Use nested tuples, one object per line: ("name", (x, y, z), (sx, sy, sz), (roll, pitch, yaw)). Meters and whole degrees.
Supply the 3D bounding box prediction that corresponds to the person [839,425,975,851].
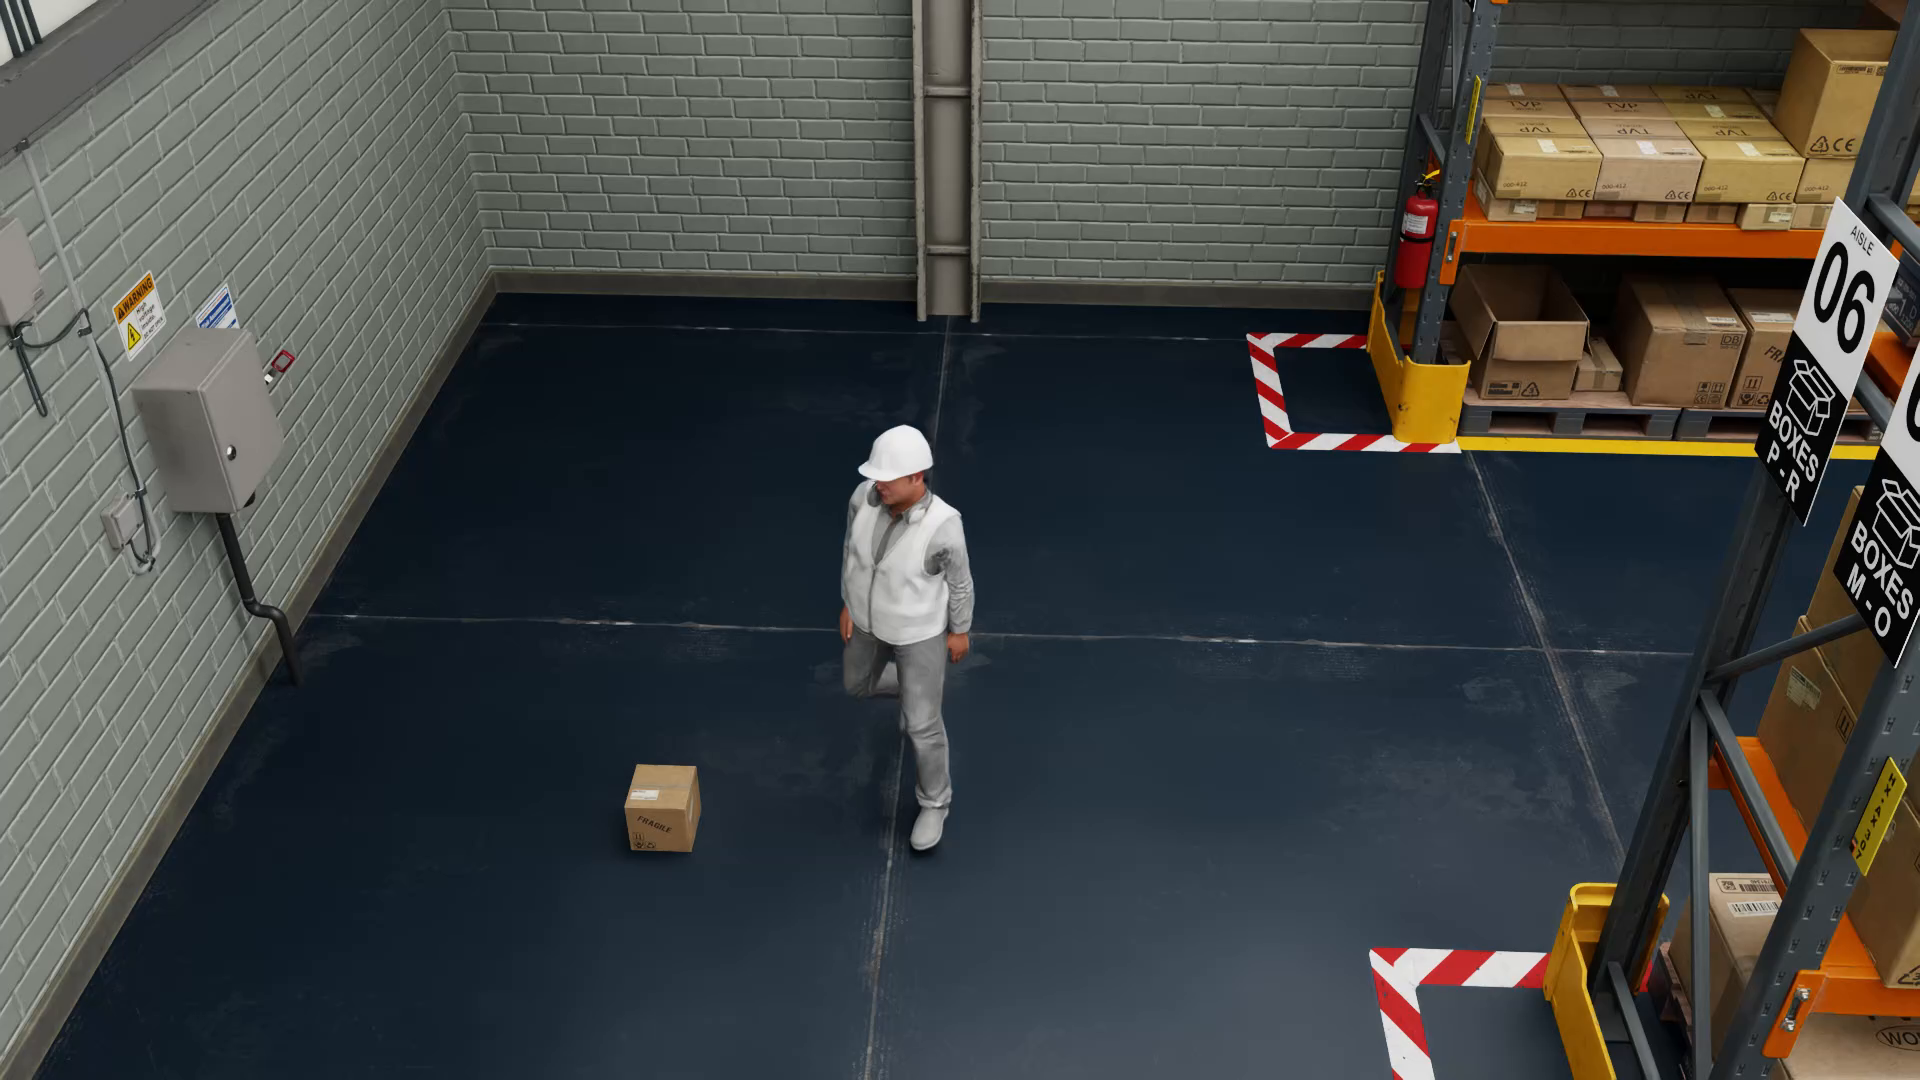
("person", (-0.176, 0.310, 6.642), (0.619, 1.759, 0.715), (24, 42, 30))
